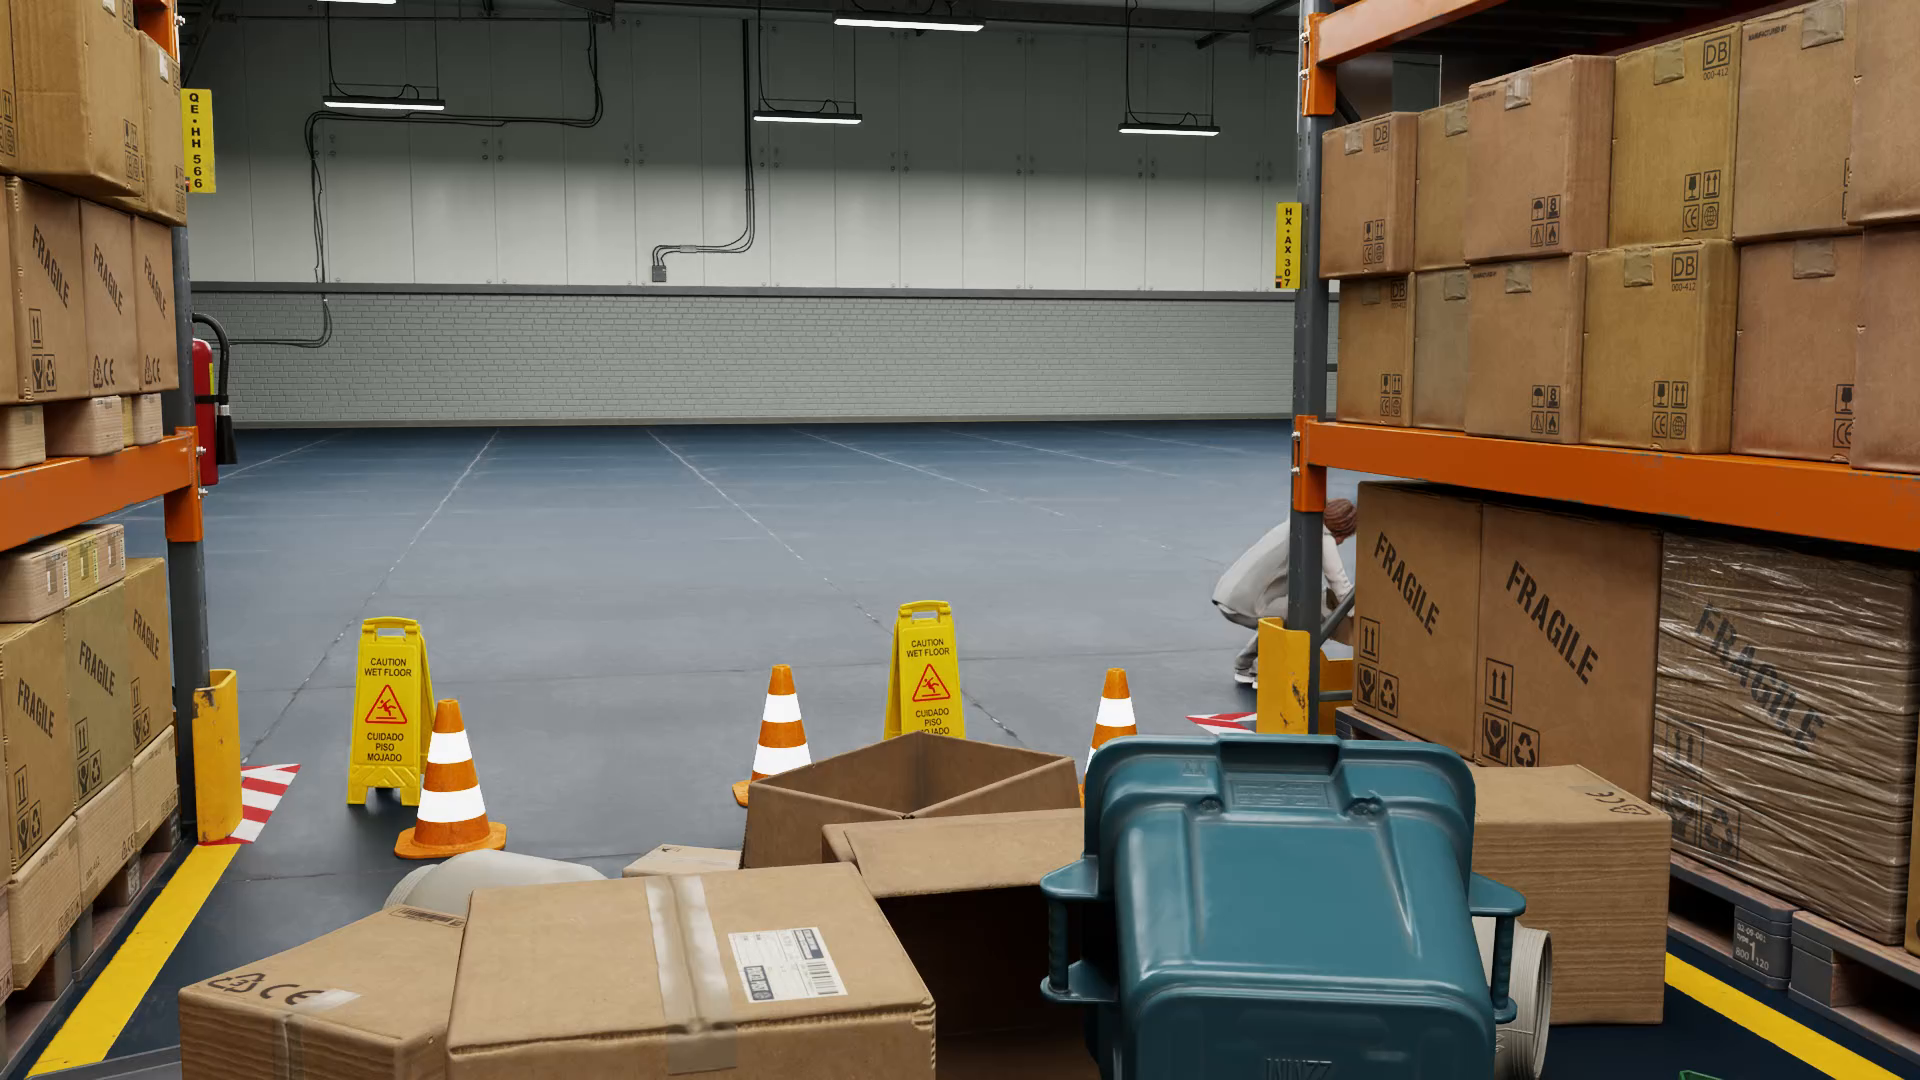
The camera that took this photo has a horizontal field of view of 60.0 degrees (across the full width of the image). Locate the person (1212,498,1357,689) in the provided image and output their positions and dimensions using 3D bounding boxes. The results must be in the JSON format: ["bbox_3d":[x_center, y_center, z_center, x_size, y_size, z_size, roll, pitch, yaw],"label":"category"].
[{"bbox_3d":[1.579,0.257,7.857,0.810,0.876,0.458,-2,7,-14],"label":"person"}]
